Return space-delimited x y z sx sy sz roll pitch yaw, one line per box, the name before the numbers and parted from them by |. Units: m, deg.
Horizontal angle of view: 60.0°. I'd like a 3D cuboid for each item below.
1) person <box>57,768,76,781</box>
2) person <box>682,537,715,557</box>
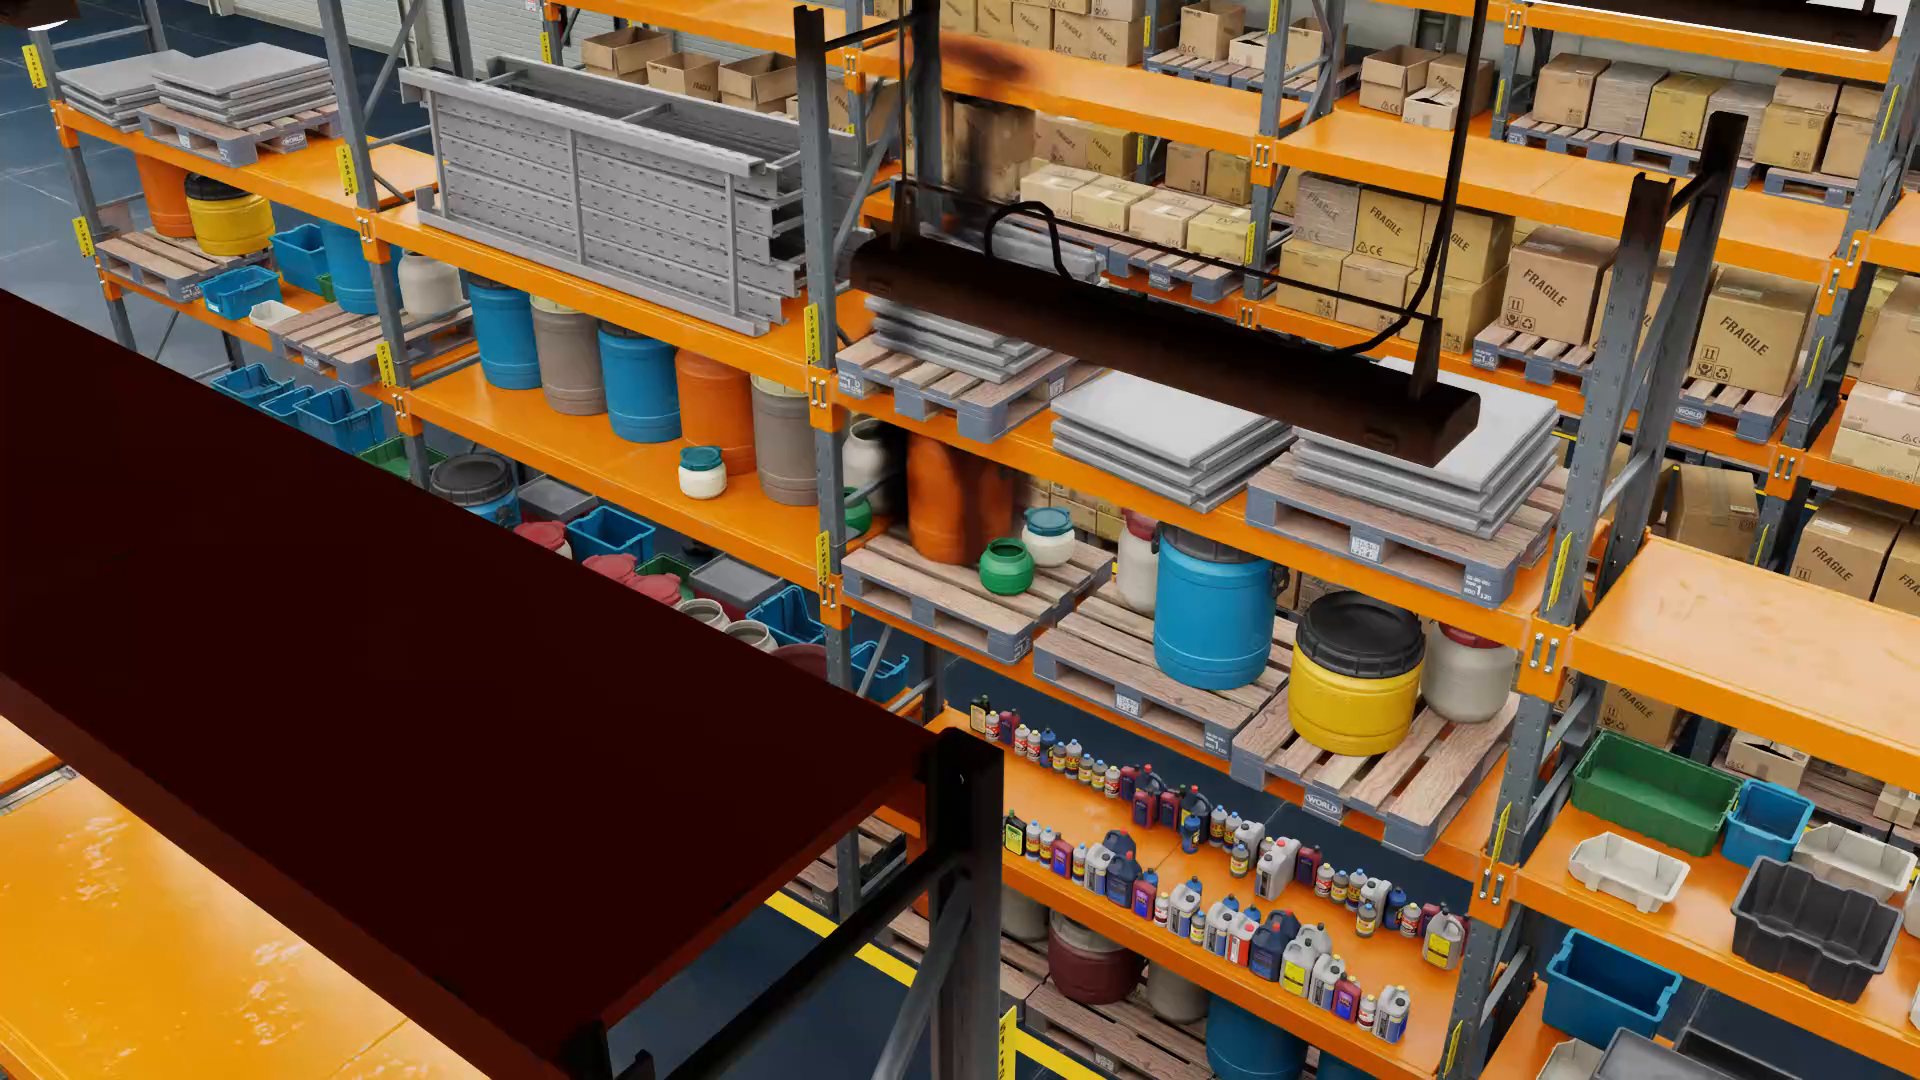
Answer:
person | -6.710 1.267 11.723 0.886 1.550 0.695 7 32 11
person | -2.273 -0.581 14.635 0.589 1.677 0.659 10 33 16
